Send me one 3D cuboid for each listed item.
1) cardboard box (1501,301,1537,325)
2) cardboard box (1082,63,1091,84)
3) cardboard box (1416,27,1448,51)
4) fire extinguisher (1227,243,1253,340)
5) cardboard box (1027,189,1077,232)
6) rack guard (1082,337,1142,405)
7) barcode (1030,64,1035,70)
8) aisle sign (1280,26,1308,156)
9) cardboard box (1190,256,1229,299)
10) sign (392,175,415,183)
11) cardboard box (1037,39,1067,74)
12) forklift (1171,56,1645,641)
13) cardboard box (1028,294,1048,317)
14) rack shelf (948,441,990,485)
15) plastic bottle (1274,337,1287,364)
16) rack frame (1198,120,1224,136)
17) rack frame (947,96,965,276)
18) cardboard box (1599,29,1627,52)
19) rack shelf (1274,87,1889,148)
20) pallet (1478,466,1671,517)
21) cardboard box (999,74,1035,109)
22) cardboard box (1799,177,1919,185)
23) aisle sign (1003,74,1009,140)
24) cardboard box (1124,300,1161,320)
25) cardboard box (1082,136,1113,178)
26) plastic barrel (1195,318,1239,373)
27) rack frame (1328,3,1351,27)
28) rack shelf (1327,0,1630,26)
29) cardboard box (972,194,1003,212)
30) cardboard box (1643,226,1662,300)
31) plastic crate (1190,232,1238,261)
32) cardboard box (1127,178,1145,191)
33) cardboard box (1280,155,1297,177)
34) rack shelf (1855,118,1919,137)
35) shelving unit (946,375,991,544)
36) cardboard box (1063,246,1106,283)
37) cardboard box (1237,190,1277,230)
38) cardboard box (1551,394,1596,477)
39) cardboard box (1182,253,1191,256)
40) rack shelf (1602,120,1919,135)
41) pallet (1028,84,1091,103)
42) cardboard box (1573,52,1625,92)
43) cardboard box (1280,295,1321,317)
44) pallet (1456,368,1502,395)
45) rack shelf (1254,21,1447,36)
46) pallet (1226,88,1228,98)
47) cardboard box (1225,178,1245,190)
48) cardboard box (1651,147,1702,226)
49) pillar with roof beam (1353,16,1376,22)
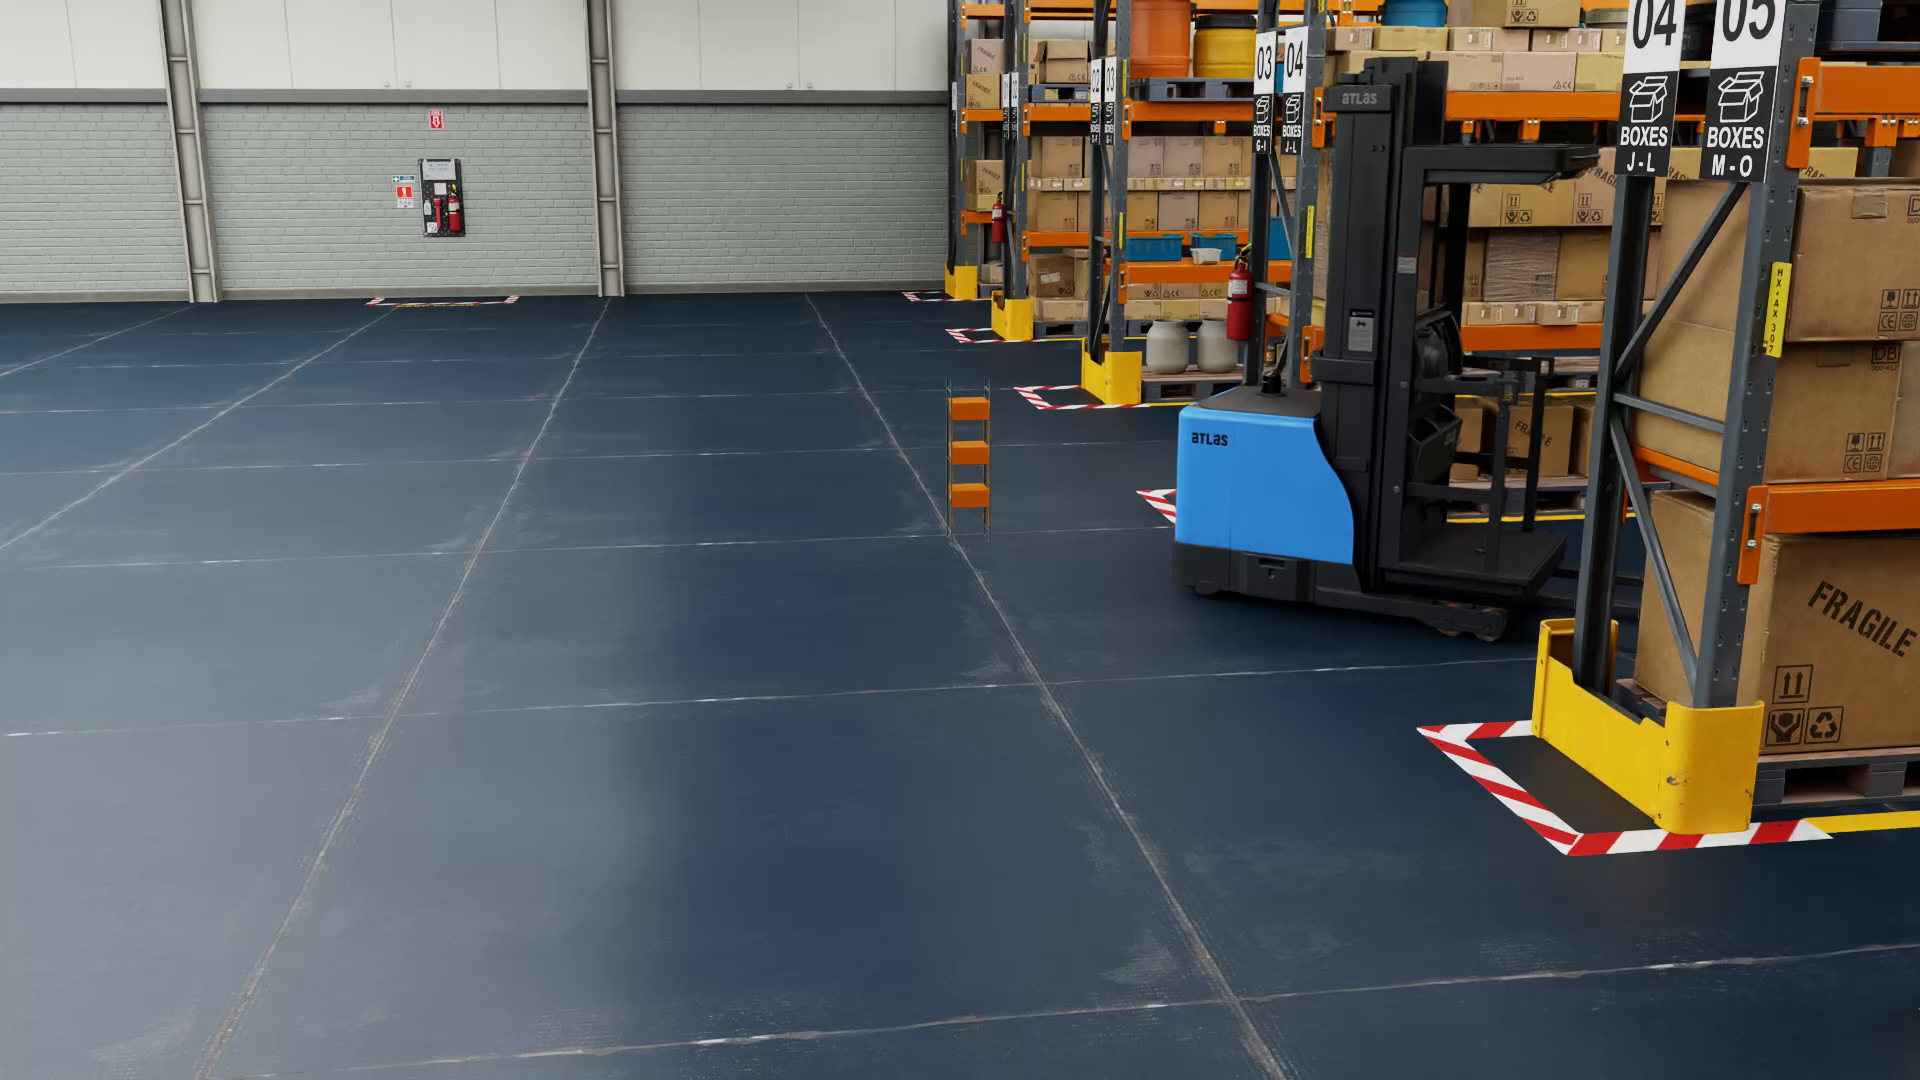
[{"bbox_3d":[3.707,-1.560,11.294,0.250,0.149,0.380,-2,14,-8],"label":"cardboard box"},{"bbox_3d":[1.782,-5.824,20.771,0.500,0.250,0.500,-2,14,-8],"label":"cardboard box"},{"bbox_3d":[2.964,-3.237,10.786,0.250,0.149,0.380,-2,14,-9],"label":"cardboard box"},{"bbox_3d":[1.973,-1.752,11.699,0.183,0.674,0.296,-2,14,-8],"label":"fire extinguisher"},{"bbox_3d":[1.146,-4.128,20.809,0.500,0.500,0.700,-2,14,-8],"label":"cardboard box"},{"bbox_3d":[1.485,-1.675,16.375,0.348,0.500,1.175,-2,14,-8],"label":"rack guard"},{"bbox_3d":[0.909,-5.929,20.837,0.075,0.075,0.001,-2,14,-8],"label":"barcode"},{"bbox_3d":[2.138,-2.869,10.651,0.004,0.787,0.394,-2,14,-8],"label":"aisle sign"},{"bbox_3d":[3.222,-3.340,21.123,0.500,0.500,0.500,-2,14,-8],"label":"cardboard box"},{"bbox_3d":[-8.434,-5.470,25.203,0.331,0.109,0.001,-2,14,-8],"label":"sign"},{"bbox_3d":[1.367,-7.238,24.947,0.500,0.500,0.500,-2,14,-7],"label":"cardboard box"},{"bbox_3d":[2.748,-1.044,8.861,3.031,2.935,1.130,8,16,28],"label":"forklift"},{"bbox_3d":[1.169,-3.026,21.411,0.500,0.250,0.500,-2,14,-8],"label":"cardboard box"},{"bbox_3d":[0.053,-0.501,10.604,0.240,0.259,0.215,-2,14,-8],"label":"rack shelf"},{"bbox_3d":[3.281,-1.950,17.012,0.133,0.283,0.061,-2,14,-7],"label":"plastic bottle"},{"bbox_3d":[3.897,-5.402,26.095,0.127,3.000,1.000,-2,14,-8],"label":"rack frame"},{"bbox_3d":[-0.059,-5.257,25.517,0.127,3.000,1.000,-2,14,-8],"label":"rack frame"},{"bbox_3d":[4.250,-3.284,10.973,0.250,0.149,0.380,-3,14,-10],"label":"cardboard box"},{"bbox_3d":[4.133,-2.861,11.276,4.000,0.370,1.077,-2,14,-8],"label":"rack shelf"},{"bbox_3d":[4.243,-0.397,11.871,1.213,0.211,1.003,-2,14,-8],"label":"pallet"},{"bbox_3d":[0.846,-6.733,24.989,0.500,0.500,0.500,-1,14,-5],"label":"cardboard box"},{"bbox_3d":[3.697,-1.128,6.527,0.550,0.550,0.875,-2,14,-8],"label":"cardboard box"},{"bbox_3d":[0.574,-5.395,20.722,0.004,0.787,0.394,-2,14,-8],"label":"aisle sign"},{"bbox_3d":[2.235,-2.938,21.061,0.500,0.250,0.500,-2,14,-8],"label":"cardboard box"},{"bbox_3d":[1.718,-4.779,20.740,0.500,0.500,0.700,-2,14,-10],"label":"cardboard box"},{"bbox_3d":[2.552,-1.931,16.507,0.421,0.512,0.421,0,14,0],"label":"plastic barrel"},{"bbox_3d":[4.638,-7.120,20.614,0.127,3.000,1.000,-2,14,-8],"label":"rack frame"},{"bbox_3d":[6.616,-6.650,21.040,4.000,0.370,1.077,-2,14,-8],"label":"rack shelf"},{"bbox_3d":[0.471,-5.135,25.299,0.500,0.250,0.500,-3,14,-10],"label":"cardboard box"},{"bbox_3d":[4.677,-1.967,11.581,0.500,0.500,0.875,-2,14,-8],"label":"cardboard box"},{"bbox_3d":[2.511,-2.914,16.480,0.408,0.251,0.499,-2,14,-8],"label":"plastic crate"},{"bbox_3d":[2.124,-4.429,20.676,0.250,0.149,0.380,-3,14,-10],"label":"cardboard box"},{"bbox_3d":[4.200,-4.871,21.104,0.500,0.500,0.700,-2,14,-8],"label":"cardboard box"},{"bbox_3d":[11.306,-4.342,17.182,4.000,0.370,1.077,-2,14,-8],"label":"rack shelf"},{"bbox_3d":[0.053,-0.511,10.602,0.252,1.050,0.215,-2,14,-8],"label":"shelving unit"},{"bbox_3d":[1.935,-4.296,25.922,0.500,0.500,0.700,-3,14,-12],"label":"cardboard box"},{"bbox_3d":[3.680,-4.221,21.179,0.500,0.500,0.700,-2,14,-9],"label":"cardboard box"},{"bbox_3d":[4.541,-0.750,11.821,0.500,0.500,0.500,-3,14,-13],"label":"cardboard box"},{"bbox_3d":[3.144,-3.466,21.625,0.500,0.500,0.500,-2,14,-8],"label":"cardboard box"},{"bbox_3d":[10.571,-5.534,21.934,4.000,0.370,1.077,-2,14,-8],"label":"rack shelf"},{"bbox_3d":[1.386,-5.497,20.489,1.213,0.211,1.003,-2,14,-8],"label":"pallet"},{"bbox_3d":[4.183,-3.077,10.968,0.500,0.250,0.500,-2,14,-7],"label":"cardboard box"},{"bbox_3d":[2.406,-1.621,11.534,0.250,0.149,0.380,-2,14,-8],"label":"cardboard box"},{"bbox_3d":[4.702,-1.652,16.875,1.213,0.211,1.003,-2,14,-8],"label":"pallet"},{"bbox_3d":[5.874,-7.841,25.790,4.000,0.370,1.077,-2,14,-8],"label":"rack shelf"},{"bbox_3d":[3.799,-5.585,20.842,1.213,0.211,1.003,-2,14,-8],"label":"pallet"},{"bbox_3d":[3.395,-4.476,20.863,0.250,0.149,0.380,-2,14,-9],"label":"cardboard box"},{"bbox_3d":[4.718,-2.386,11.198,0.500,0.500,0.500,-2,14,-8],"label":"cardboard box"},{"bbox_3d":[7.079,-7.582,22.456,0.400,9.000,9.100,-2,14,-8],"label":"pillar with roof beam"}]
